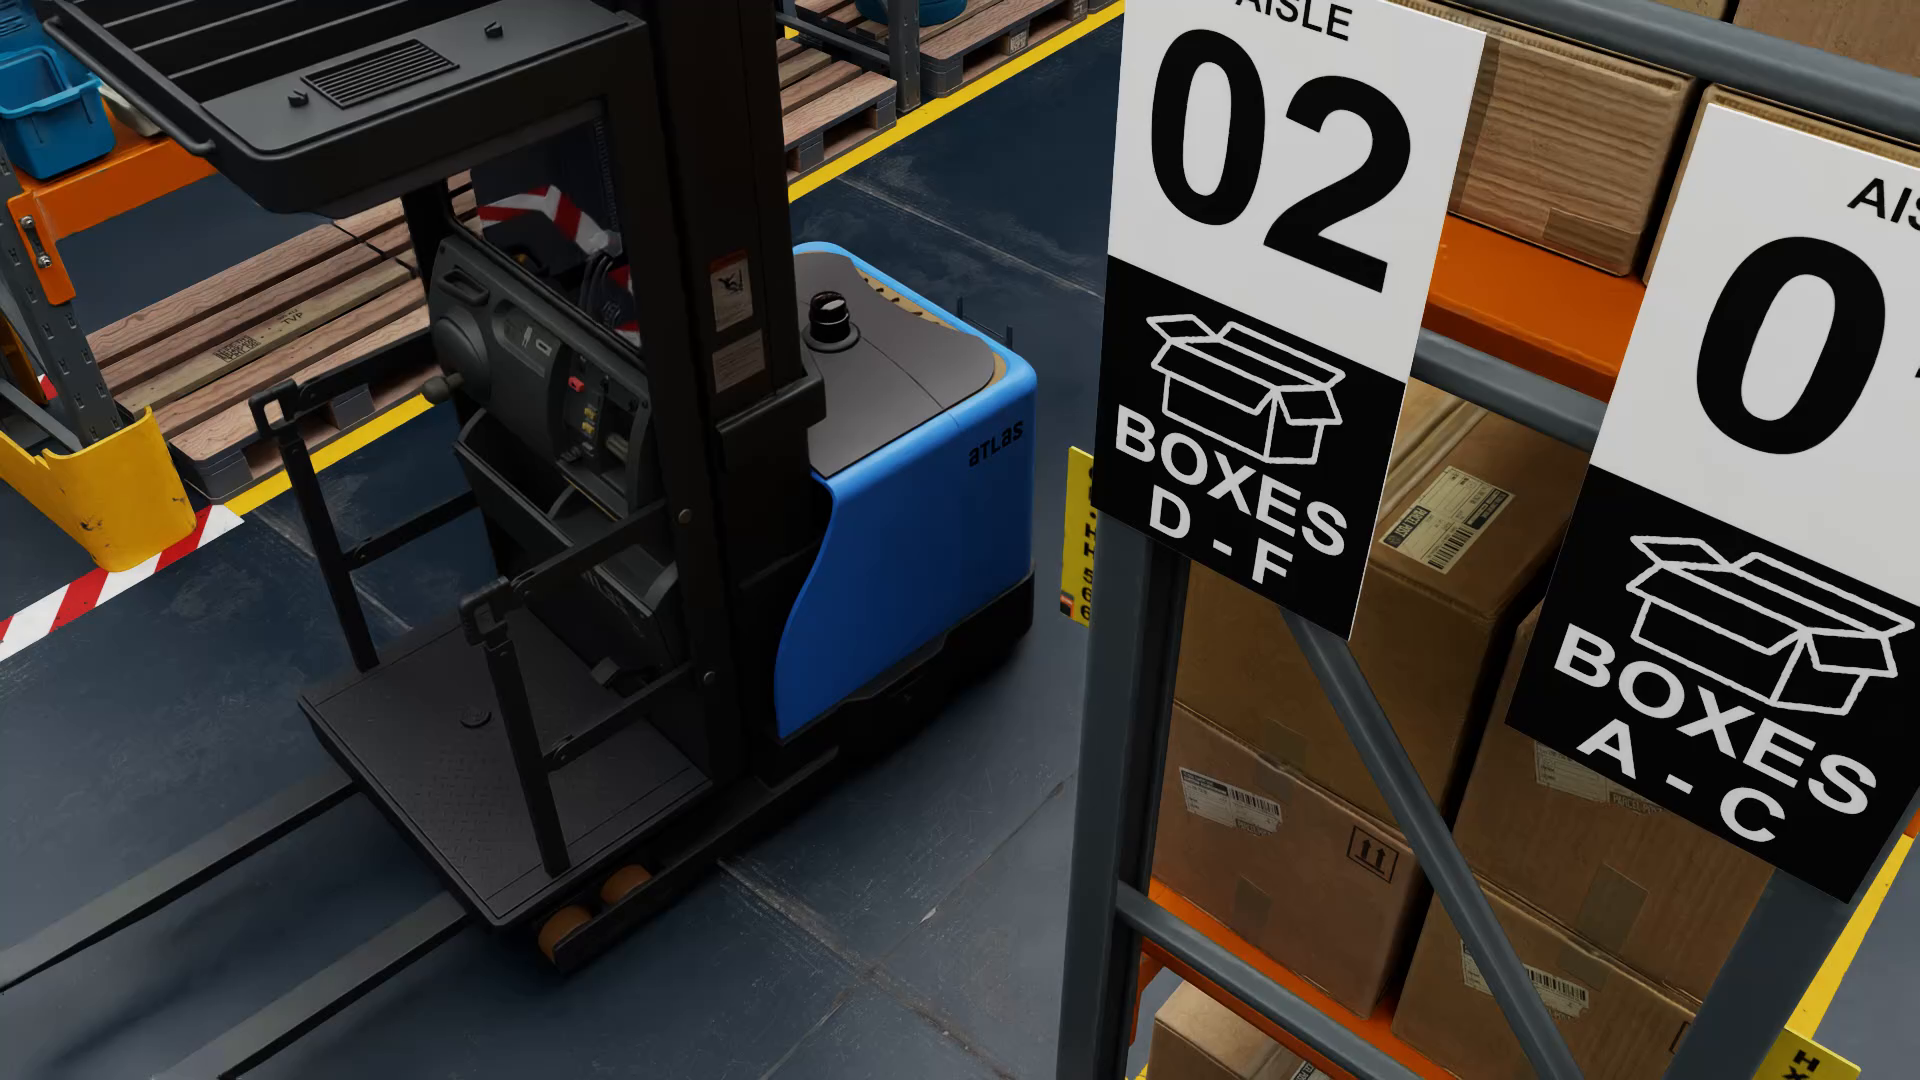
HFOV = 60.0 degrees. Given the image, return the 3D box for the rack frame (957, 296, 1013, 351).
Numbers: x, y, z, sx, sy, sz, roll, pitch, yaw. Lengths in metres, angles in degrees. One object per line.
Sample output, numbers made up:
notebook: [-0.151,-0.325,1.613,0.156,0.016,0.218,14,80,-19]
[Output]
rack frame: [0.077,-0.382,5.501,0.006,0.900,0.240,-34,52,-31]

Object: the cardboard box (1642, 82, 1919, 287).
cardboard box: [1.129,-0.403,1.845,0.500,0.250,0.500,29,50,28]

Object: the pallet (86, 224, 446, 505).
pallet: [-2.624,-0.716,6.381,1.003,0.211,1.213,29,50,28]

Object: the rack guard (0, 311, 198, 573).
rack guard: [-3.190,-0.397,5.815,1.175,0.500,0.348,29,50,28]

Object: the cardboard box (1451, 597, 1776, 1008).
cardboard box: [1.092,0.285,2.389,0.500,0.500,0.500,31,51,30]

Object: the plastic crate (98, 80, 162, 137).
plastic crate: [-2.504,-1.379,5.188,0.250,0.136,0.298,29,50,28]

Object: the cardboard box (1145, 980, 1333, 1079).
cardboard box: [0.766,1.182,3.752,0.500,0.500,0.500,29,50,28]

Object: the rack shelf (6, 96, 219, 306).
rack shelf: [-1.897,-2.104,6.369,1.077,0.370,4.000,29,50,28]

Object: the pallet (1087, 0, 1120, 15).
pallet: [0.703,-3.378,9.309,1.003,0.211,1.213,29,50,28]

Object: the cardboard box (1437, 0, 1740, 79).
cardboard box: [0.740,-0.808,1.919,0.500,0.250,0.500,29,50,28]

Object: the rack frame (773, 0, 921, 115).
rack frame: [-0.610,-3.400,7.260,1.000,3.000,0.127,29,50,28]

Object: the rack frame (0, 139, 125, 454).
rack frame: [-3.185,-1.340,4.994,1.000,3.000,0.127,29,50,28]

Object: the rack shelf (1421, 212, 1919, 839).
rack shelf: [1.891,-1.067,2.999,1.077,0.370,4.000,29,50,28]

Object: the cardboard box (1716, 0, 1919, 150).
cardboard box: [1.134,-0.585,1.674,0.500,0.250,0.500,29,50,28]

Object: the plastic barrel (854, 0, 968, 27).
plastic barrel: [-0.247,-3.052,8.124,0.600,0.901,0.708,29,50,28]

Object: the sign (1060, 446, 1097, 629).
sign: [0.192,0.010,2.413,0.100,0.325,0.005,29,50,28]

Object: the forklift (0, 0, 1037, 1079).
forklift: [-1.182,-0.334,3.939,3.031,2.935,1.130,-32,51,-31]

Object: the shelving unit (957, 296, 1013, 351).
shelving unit: [0.005,-0.334,5.448,0.210,0.900,0.258,-34,52,-31]

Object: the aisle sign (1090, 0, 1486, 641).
aisle sign: [0.326,-0.253,1.866,0.394,0.787,0.004,29,50,28]

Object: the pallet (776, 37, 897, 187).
pallet: [-1.054,-1.973,7.763,1.003,0.211,1.213,29,50,28]

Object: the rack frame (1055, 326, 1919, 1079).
rack frame: [0.604,0.806,2.634,1.000,3.000,0.127,29,50,28]

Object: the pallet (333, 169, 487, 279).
pallet: [-1.839,-1.342,7.069,1.003,0.211,1.213,29,50,28]

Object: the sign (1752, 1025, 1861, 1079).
sign: [1.020,0.721,2.084,0.100,0.325,0.005,29,50,28]

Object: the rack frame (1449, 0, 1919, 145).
rack frame: [0.604,-1.413,0.615,1.000,3.000,0.127,29,50,28]

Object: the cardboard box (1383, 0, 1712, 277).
cardboard box: [0.733,-0.627,2.091,0.500,0.250,0.500,29,50,28]

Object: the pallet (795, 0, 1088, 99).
pallet: [-0.082,-2.747,8.615,1.003,0.211,1.213,29,50,28]

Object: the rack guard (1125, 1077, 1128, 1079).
rack guard: [0.653,1.692,3.518,1.175,0.500,0.348,29,50,28]

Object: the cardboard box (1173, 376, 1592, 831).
cardboard box: [0.680,0.051,2.647,0.500,0.500,0.500,29,50,28]

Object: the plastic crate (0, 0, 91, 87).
plastic crate: [-3.112,-1.629,5.241,0.616,0.435,0.499,29,50,28]

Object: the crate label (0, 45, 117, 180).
crate label: [-2.774,-1.285,5.014,0.416,0.233,0.303,29,50,28]

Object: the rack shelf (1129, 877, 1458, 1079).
rack shelf: [1.891,0.043,4.008,1.077,0.370,4.000,29,50,28]

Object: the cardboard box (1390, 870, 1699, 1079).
cardboard box: [1.092,0.655,2.726,0.500,0.500,0.500,31,50,29]

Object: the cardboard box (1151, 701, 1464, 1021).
cardboard box: [0.684,0.421,2.983,0.500,0.500,0.500,31,51,30]

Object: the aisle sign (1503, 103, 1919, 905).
aisle sign: [0.785,0.007,1.581,0.394,0.787,0.004,29,50,28]
